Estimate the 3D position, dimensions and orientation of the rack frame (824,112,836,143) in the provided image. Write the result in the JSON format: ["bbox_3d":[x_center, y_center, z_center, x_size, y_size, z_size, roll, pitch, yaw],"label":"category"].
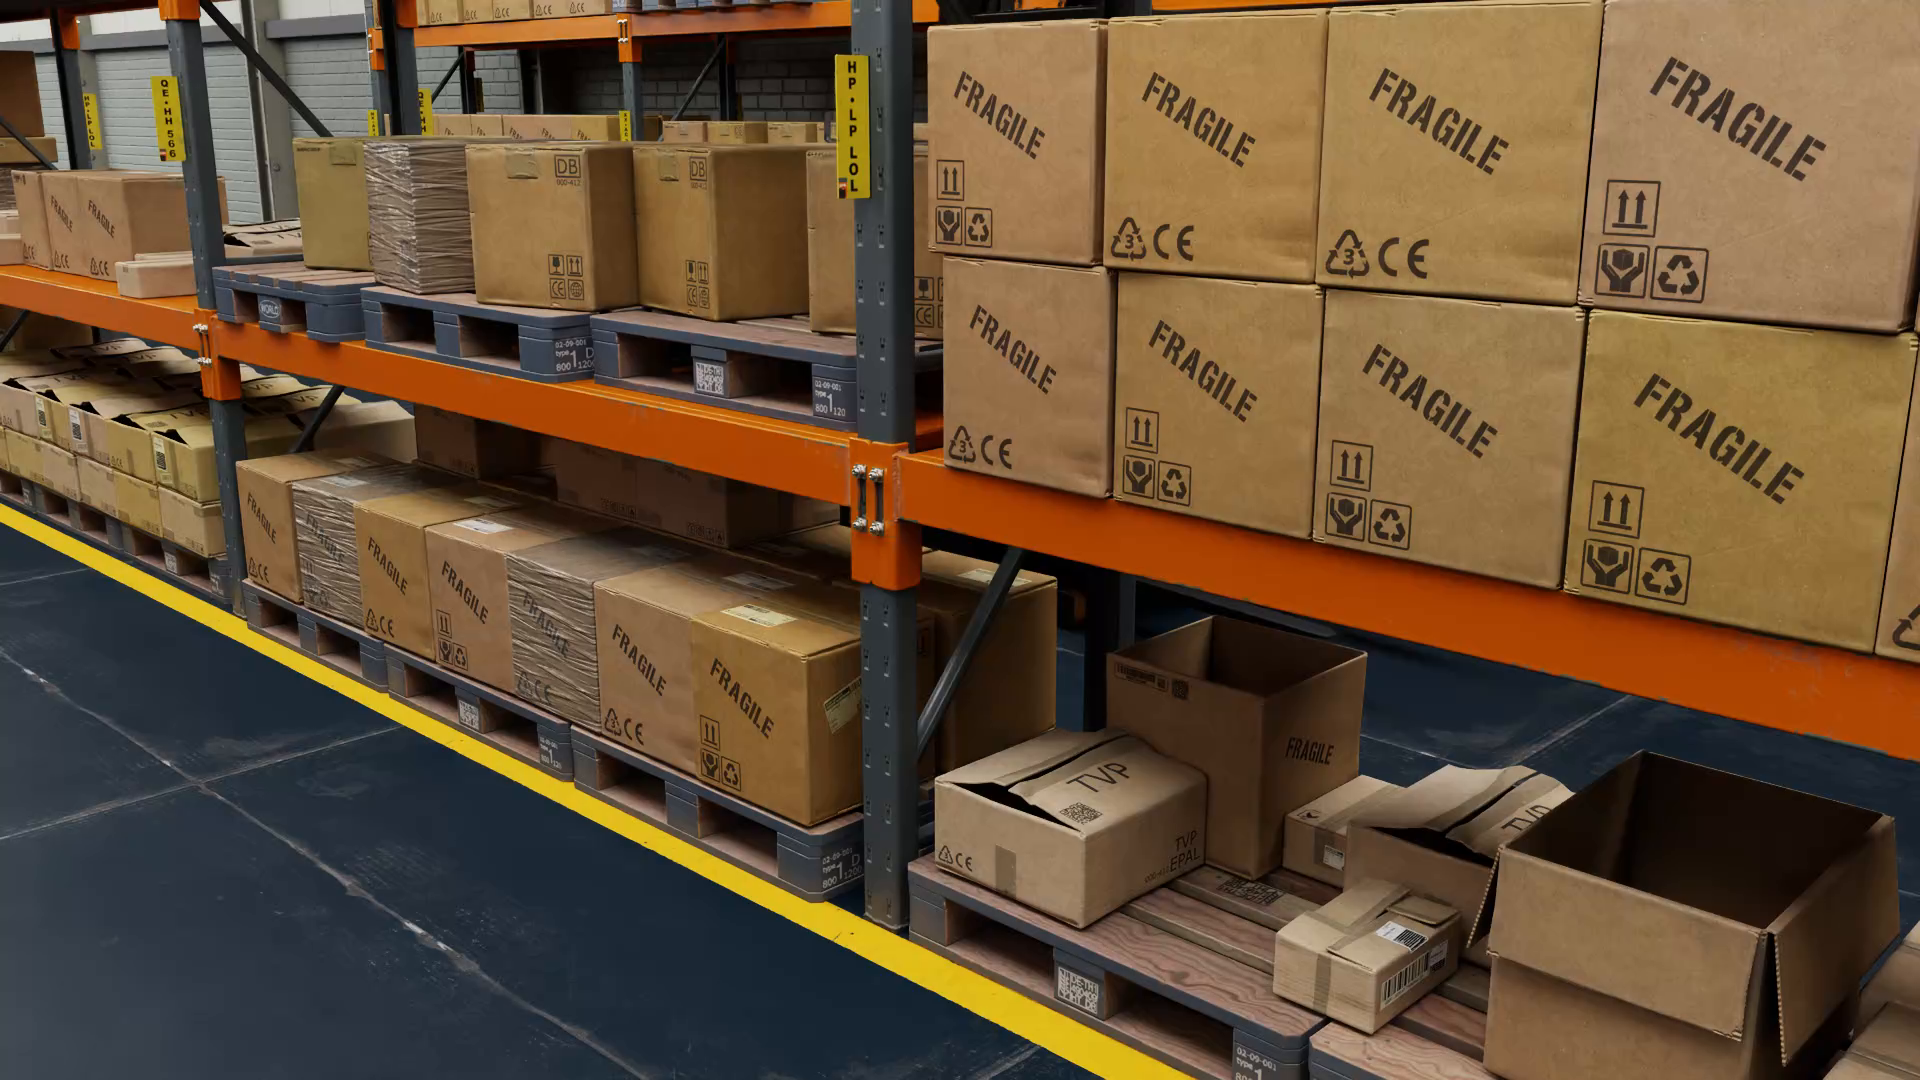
[{"bbox_3d":[-0.536,-1.199,8.869,0.400,2.100,0.015,-12,19,-38],"label":"rack frame"}]

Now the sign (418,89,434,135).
[{"bbox_3d":[-2.378,-1.828,7.359,0.005,0.325,0.100,14,20,42],"label":"sign"}]

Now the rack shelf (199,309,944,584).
[{"bbox_3d":[-1.308,-0.508,5.858,4.000,0.370,1.077,14,20,42],"label":"rack shelf"}]

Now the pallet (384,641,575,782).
[{"bbox_3d":[-1.362,0.495,6.115,1.213,0.211,1.003,14,20,42],"label":"pallet"}]

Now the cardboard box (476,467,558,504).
[{"bbox_3d":[-1.539,0.003,6.558,0.500,0.500,0.500,13,19,40],"label":"cardboard box"}]

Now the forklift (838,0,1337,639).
[{"bbox_3d":[0.669,-1.191,7.189,1.130,2.935,3.031,-12,19,-38],"label":"forklift"}]

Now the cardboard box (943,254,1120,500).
[{"bbox_3d":[0.310,-0.416,3.880,0.500,0.500,0.500,-14,20,-43],"label":"cardboard box"}]

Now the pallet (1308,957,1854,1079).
[{"bbox_3d":[1.508,1.178,3.494,1.213,0.211,1.003,14,20,42],"label":"pallet"}]

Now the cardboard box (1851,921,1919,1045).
[{"bbox_3d":[2.097,0.990,3.263,0.500,0.250,0.500,14,20,42],"label":"cardboard box"}]

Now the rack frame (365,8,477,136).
[{"bbox_3d":[-5.071,-3.506,15.938,0.127,3.000,1.000,14,20,42],"label":"rack frame"}]

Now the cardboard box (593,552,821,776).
[{"bbox_3d":[-0.772,0.369,5.154,0.500,0.500,0.500,14,20,42],"label":"cardboard box"}]

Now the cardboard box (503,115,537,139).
[{"bbox_3d":[-3.465,-3.309,13.952,0.500,0.500,0.500,13,19,41],"label":"cardboard box"}]

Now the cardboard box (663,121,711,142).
[{"bbox_3d":[-1.849,-2.972,12.817,0.500,0.500,0.700,14,20,42],"label":"cardboard box"}]

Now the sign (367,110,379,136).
[{"bbox_3d":[-5.447,-3.826,15.450,0.005,0.325,0.100,14,20,42],"label":"sign"}]

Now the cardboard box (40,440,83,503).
[{"bbox_3d":[-4.401,-0.394,8.615,0.500,0.250,0.500,-14,20,-43],"label":"cardboard box"}]

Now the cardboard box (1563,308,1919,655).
[{"bbox_3d":[1.406,-0.150,2.860,0.500,0.500,0.500,13,20,41],"label":"cardboard box"}]

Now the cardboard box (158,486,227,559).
[{"bbox_3d":[-3.295,-0.126,7.588,0.500,0.250,0.500,-14,20,-43],"label":"cardboard box"}]

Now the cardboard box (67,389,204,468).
[{"bbox_3d":[-4.035,-0.575,8.200,0.500,0.311,0.500,13,20,42],"label":"cardboard box"}]

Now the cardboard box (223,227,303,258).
[{"bbox_3d":[-2.979,-1.234,7.397,0.500,0.311,0.500,-13,19,-41],"label":"cardboard box"}]

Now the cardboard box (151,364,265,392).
[{"bbox_3d":[-4.041,-0.765,8.926,0.500,0.311,0.500,13,20,42],"label":"cardboard box"}]

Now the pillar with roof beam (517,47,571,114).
[{"bbox_3d":[-6.955,-5.662,12.315,0.400,9.000,9.100,14,20,42],"label":"pillar with roof beam"}]

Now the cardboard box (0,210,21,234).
[{"bbox_3d":[-5.242,-1.755,9.516,0.500,0.250,0.500,-13,19,-41],"label":"cardboard box"}]

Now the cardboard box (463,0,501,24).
[{"bbox_3d":[-3.865,-4.631,14.069,0.500,0.500,0.500,-13,19,-41],"label":"cardboard box"}]

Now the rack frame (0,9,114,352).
[{"bbox_3d":[-5.627,-1.906,9.798,0.127,3.000,1.000,14,20,42],"label":"rack frame"}]

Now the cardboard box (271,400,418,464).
[{"bbox_3d":[-2.921,-0.495,7.890,0.500,0.311,0.500,-14,20,-42],"label":"cardboard box"}]

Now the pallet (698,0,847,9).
[{"bbox_3d":[-1.072,-3.858,11.713,1.003,0.211,1.213,14,20,42],"label":"pallet"}]

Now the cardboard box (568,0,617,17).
[{"bbox_3d":[-2.728,-4.359,13.026,0.500,0.500,0.500,-14,20,-43],"label":"cardboard box"}]

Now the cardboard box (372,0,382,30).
[{"bbox_3d":[-5.004,-4.911,15.146,0.500,0.500,0.500,-14,20,-43],"label":"cardboard box"}]

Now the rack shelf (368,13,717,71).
[{"bbox_3d":[-3.631,-4.259,14.307,4.000,0.370,1.077,14,20,42],"label":"rack shelf"}]

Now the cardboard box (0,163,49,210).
[{"bbox_3d":[-5.951,-2.031,10.079,0.500,0.500,0.700,13,19,41],"label":"cardboard box"}]

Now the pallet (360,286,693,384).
[{"bbox_3d":[-1.344,-0.773,5.832,1.213,0.211,1.003,14,20,42],"label":"pallet"}]

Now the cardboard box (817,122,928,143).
[{"bbox_3d":[-0.569,-2.661,11.626,0.500,0.500,0.700,14,20,42],"label":"cardboard box"}]

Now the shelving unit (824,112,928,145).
[{"bbox_3d":[-0.383,-1.151,8.685,0.431,2.100,0.503,-12,19,-38],"label":"shelving unit"}]

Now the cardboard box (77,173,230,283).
[{"bbox_3d":[-3.967,-1.545,8.214,0.500,0.500,0.500,12,19,39],"label":"cardboard box"}]

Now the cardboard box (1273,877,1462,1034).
[{"bbox_3d":[0.914,0.915,3.719,0.250,0.166,0.380,14,20,42],"label":"cardboard box"}]

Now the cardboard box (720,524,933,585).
[{"bbox_3d":[-0.439,0.271,5.529,0.500,0.500,0.500,14,20,43],"label":"cardboard box"}]

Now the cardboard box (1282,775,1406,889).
[{"bbox_3d":[1.051,0.764,4.333,0.250,0.149,0.380,14,20,42],"label":"cardboard box"}]

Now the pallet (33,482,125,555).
[{"bbox_3d":[-4.187,-0.221,8.862,1.213,0.211,1.003,14,20,42],"label":"pallet"}]

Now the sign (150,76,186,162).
[{"bbox_3d":[-3.130,-1.665,6.576,0.005,0.325,0.100,14,20,42],"label":"sign"}]

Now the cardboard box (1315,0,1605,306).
[{"bbox_3d":[1.017,-0.724,3.081,0.500,0.500,0.500,13,19,41],"label":"cardboard box"}]

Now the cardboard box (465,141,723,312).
[{"bbox_3d":[-1.183,-1.055,5.502,0.500,0.500,0.700,8,17,28],"label":"cardboard box"}]

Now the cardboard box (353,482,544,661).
[{"bbox_3d":[-1.880,0.102,6.178,0.500,0.500,0.500,13,20,41],"label":"cardboard box"}]

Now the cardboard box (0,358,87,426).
[{"bbox_3d":[-5.146,-0.844,9.230,0.500,0.311,0.500,13,20,42],"label":"cardboard box"}]

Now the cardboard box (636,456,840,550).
[{"bbox_3d":[-0.767,-0.176,5.756,0.500,0.250,0.500,14,20,42],"label":"cardboard box"}]

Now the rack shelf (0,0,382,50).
[{"bbox_3d":[-4.187,-2.659,8.167,4.000,0.370,1.077,14,20,42],"label":"rack shelf"}]

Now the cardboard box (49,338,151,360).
[{"bbox_3d":[-5.136,-1.031,9.948,0.500,0.311,0.500,14,20,42],"label":"cardboard box"}]

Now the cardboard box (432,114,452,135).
[{"bbox_3d":[-4.587,-3.579,14.991,0.500,0.500,0.500,14,20,42],"label":"cardboard box"}]
